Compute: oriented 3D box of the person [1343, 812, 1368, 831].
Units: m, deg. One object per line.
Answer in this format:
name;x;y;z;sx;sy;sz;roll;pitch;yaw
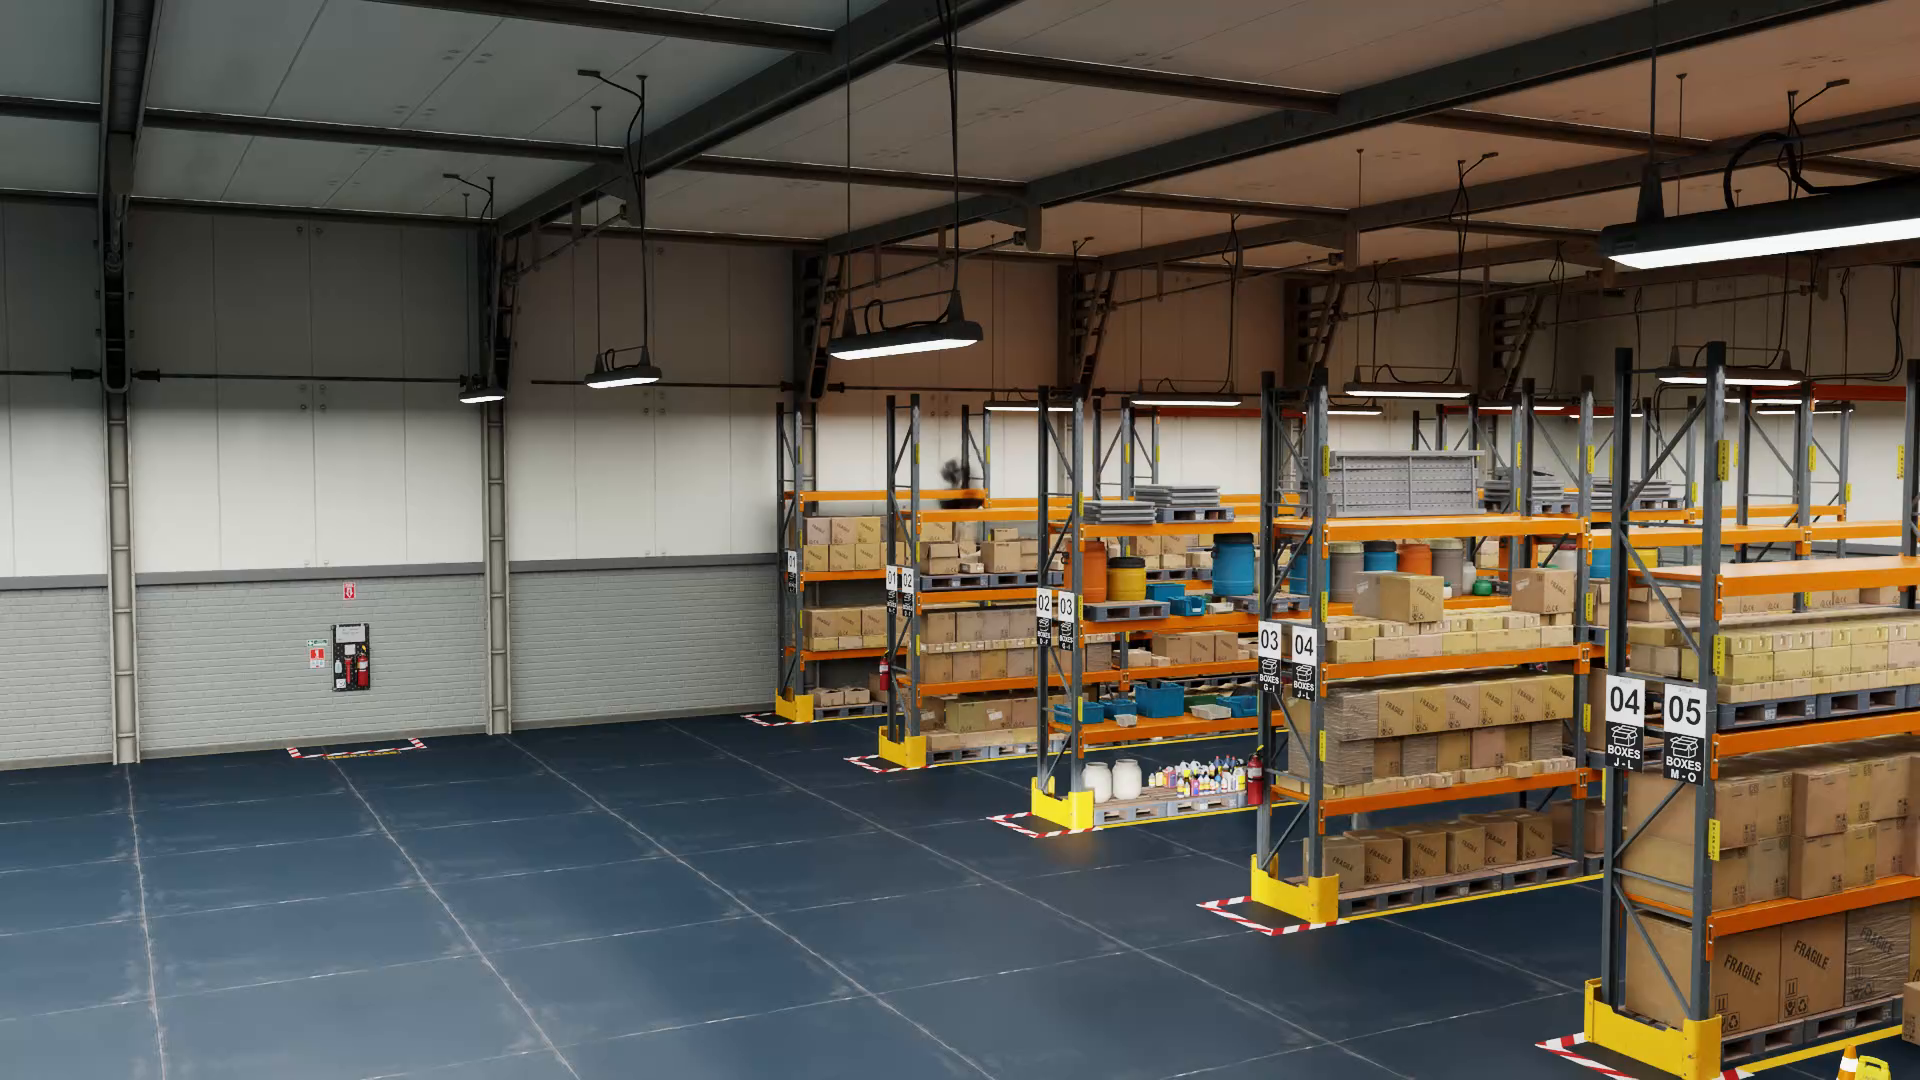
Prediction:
person;5.107;3.077;21.546;0.628;1.732;0.704;-3;4;-42
